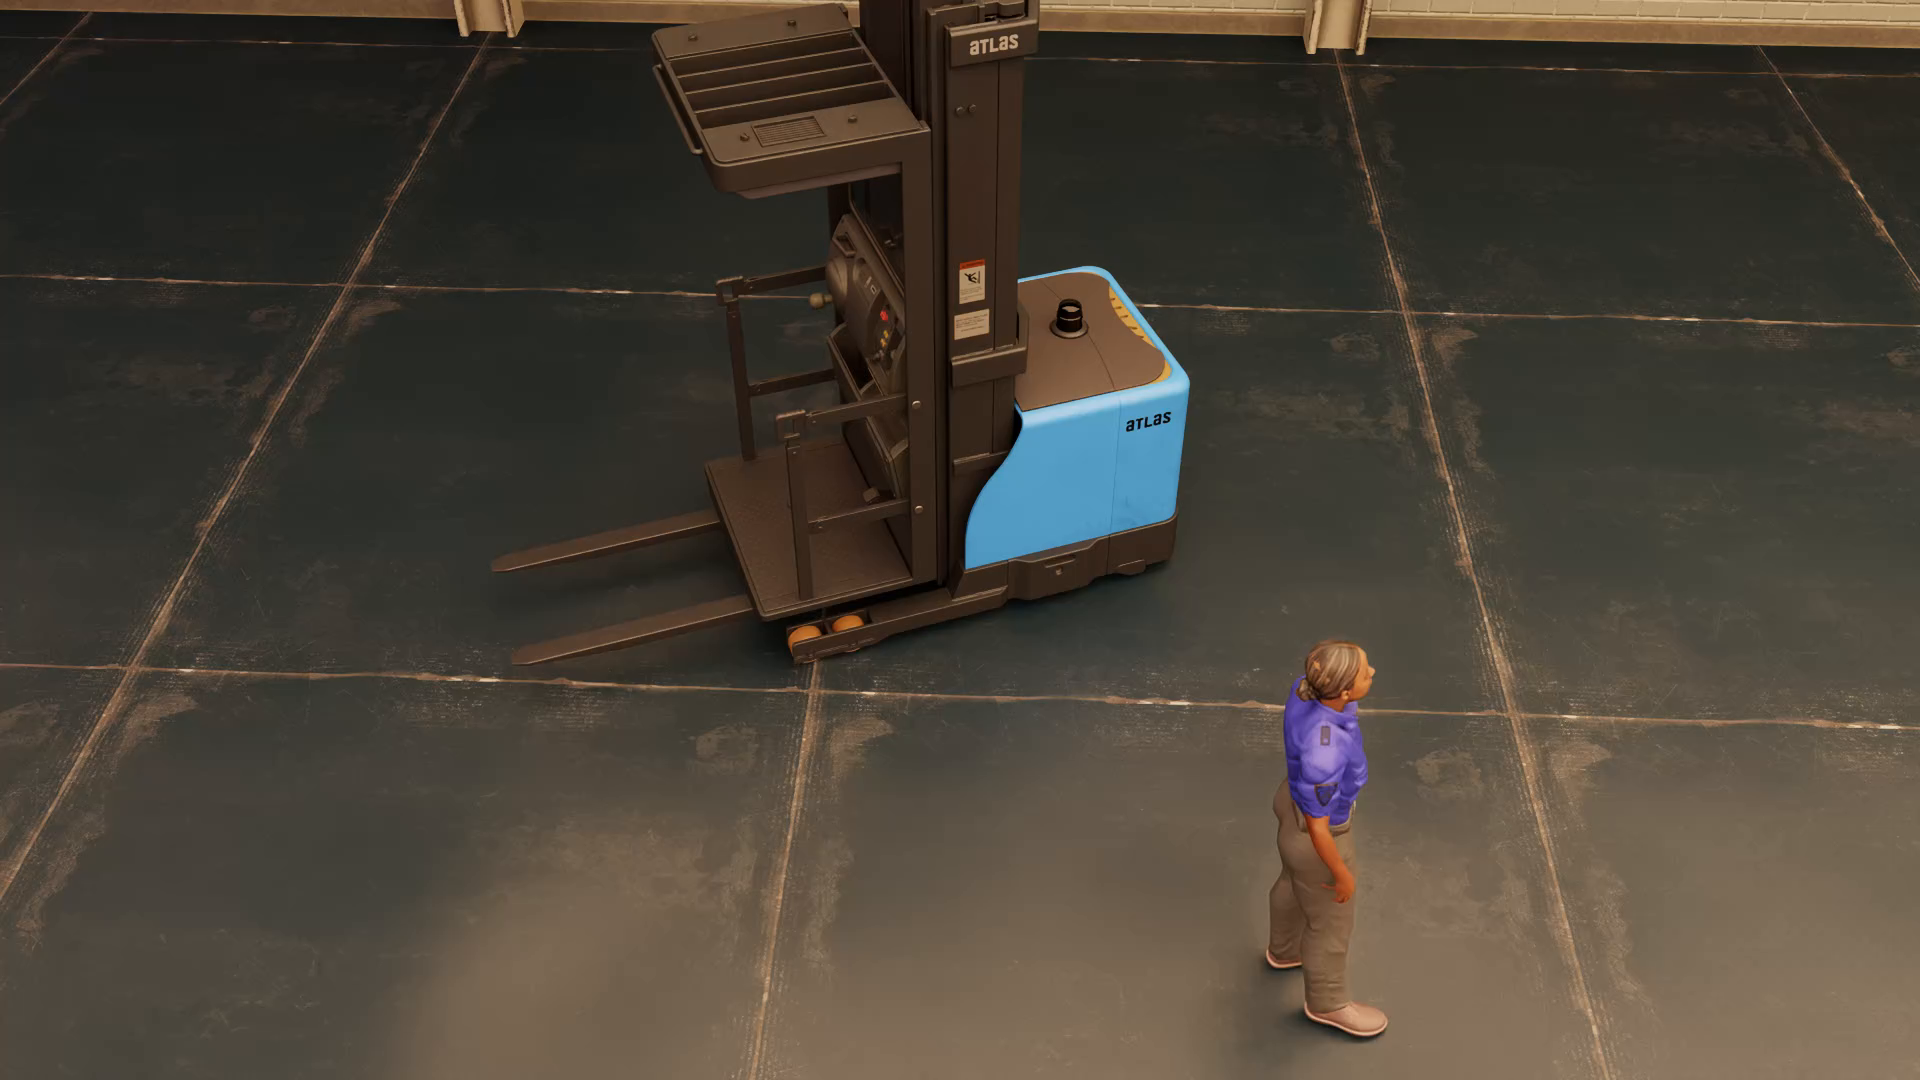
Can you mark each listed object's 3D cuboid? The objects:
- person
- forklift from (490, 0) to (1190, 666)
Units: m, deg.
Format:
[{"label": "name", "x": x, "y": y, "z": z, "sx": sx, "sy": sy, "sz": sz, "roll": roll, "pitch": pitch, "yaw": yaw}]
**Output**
[{"label": "person", "x": 1.290, "y": 0.976, "z": 5.610, "sx": 0.503, "sy": 1.655, "sz": 0.573, "roll": 1, "pitch": 42, "yaw": 1}, {"label": "forklift", "x": -0.573, "y": -0.945, "z": 6.778, "sx": 3.031, "sy": 2.935, "sz": 1.130, "roll": -13, "pitch": 44, "yaw": -14}]
